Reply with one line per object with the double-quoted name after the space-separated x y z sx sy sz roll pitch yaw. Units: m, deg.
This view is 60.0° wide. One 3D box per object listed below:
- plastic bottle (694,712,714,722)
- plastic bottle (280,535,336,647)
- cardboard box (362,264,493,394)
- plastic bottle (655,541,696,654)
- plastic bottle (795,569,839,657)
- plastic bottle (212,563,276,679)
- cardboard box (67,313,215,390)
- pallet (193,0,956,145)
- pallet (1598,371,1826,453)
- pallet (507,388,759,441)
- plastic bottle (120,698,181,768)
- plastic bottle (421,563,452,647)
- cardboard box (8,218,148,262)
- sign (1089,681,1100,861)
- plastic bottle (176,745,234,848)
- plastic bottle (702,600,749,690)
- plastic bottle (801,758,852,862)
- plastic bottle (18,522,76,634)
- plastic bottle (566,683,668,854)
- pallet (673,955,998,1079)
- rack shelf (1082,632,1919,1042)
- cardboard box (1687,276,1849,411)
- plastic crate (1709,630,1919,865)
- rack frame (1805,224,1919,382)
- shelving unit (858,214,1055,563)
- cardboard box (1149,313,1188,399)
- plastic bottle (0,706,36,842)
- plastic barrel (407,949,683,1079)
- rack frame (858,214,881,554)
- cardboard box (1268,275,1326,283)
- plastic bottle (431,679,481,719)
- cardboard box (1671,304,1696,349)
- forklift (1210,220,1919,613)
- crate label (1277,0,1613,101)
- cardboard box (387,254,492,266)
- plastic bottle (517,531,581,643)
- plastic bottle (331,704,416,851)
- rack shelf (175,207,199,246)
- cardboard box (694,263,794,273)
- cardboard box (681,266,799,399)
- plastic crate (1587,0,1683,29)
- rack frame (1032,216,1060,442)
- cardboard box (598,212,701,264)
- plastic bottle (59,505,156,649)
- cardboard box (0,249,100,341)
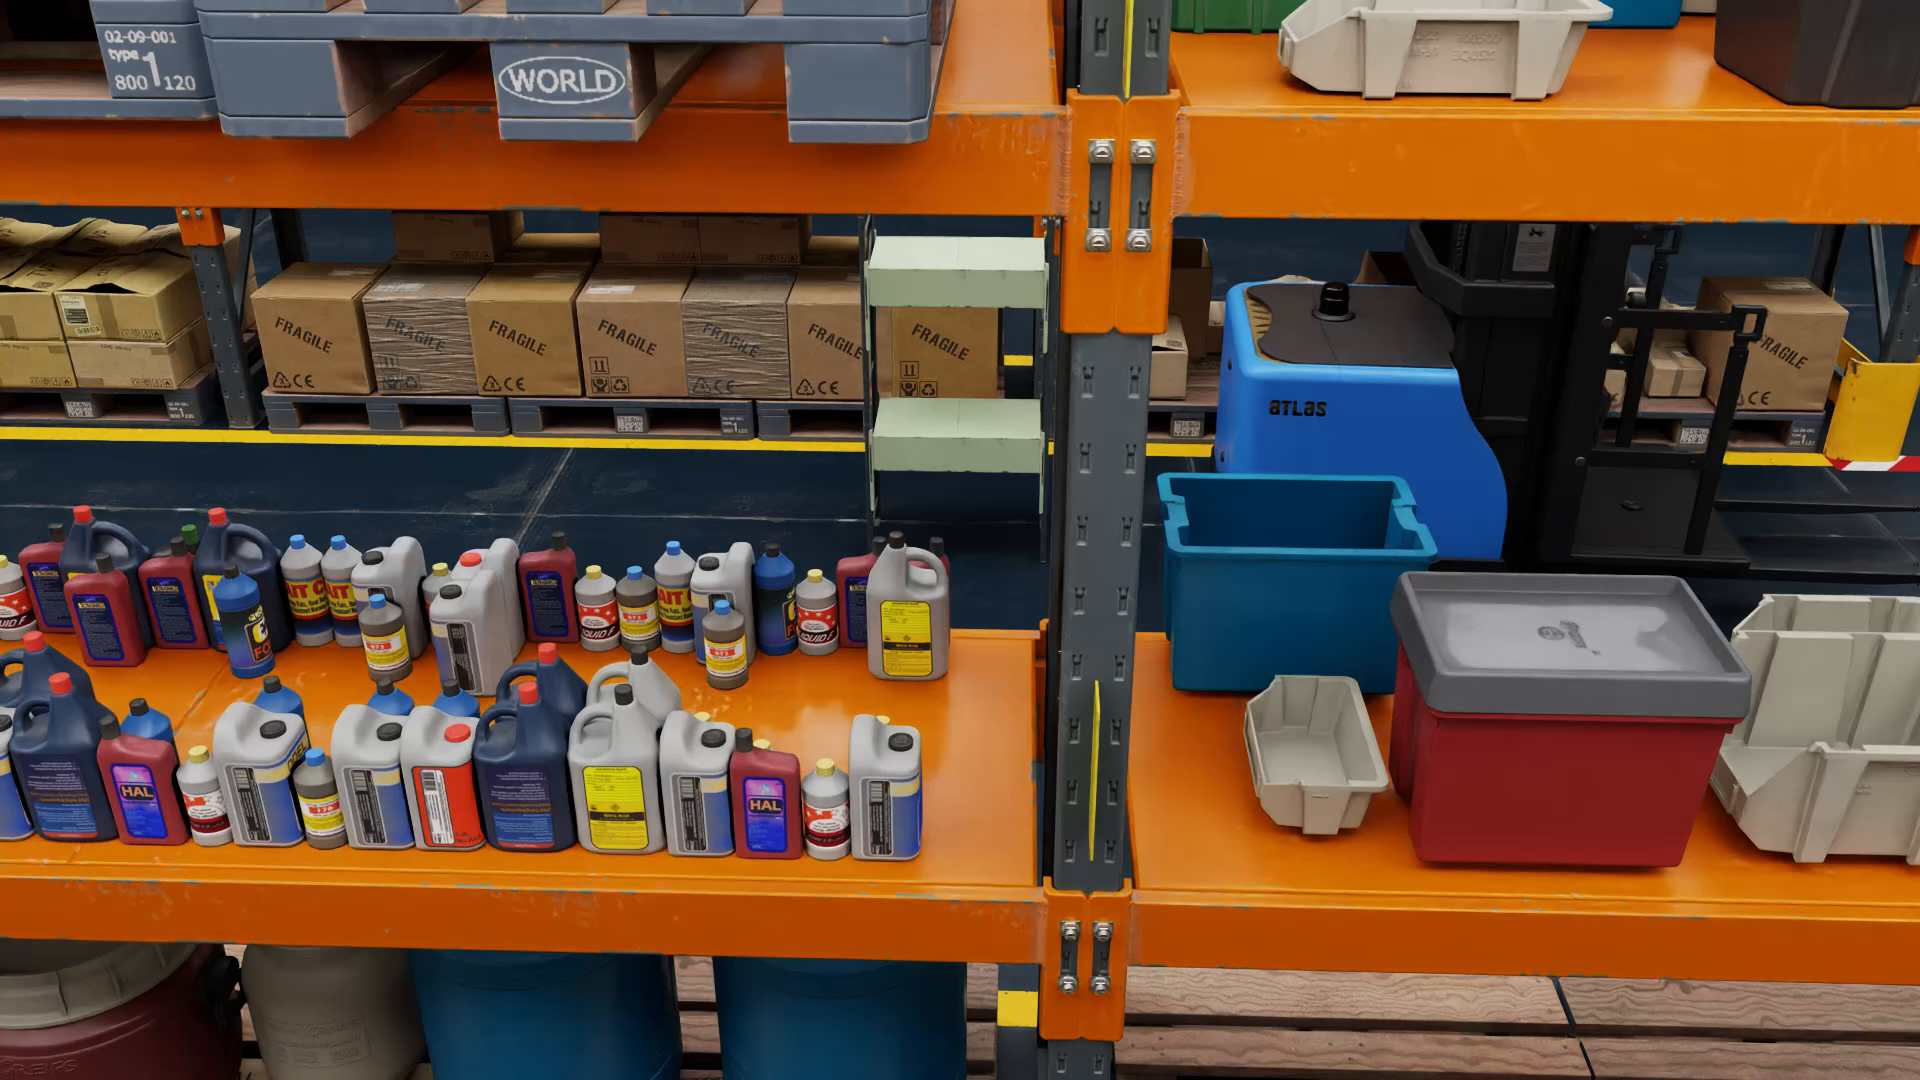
-0.524 0.447 3.416 0.097 0.201 0.097 0 28 0 "plastic bottle"
-1.558 0.114 3.969 0.097 0.271 0.097 0 28 0 "plastic bottle"
-2.590 -1.048 8.224 0.500 0.500 0.500 0 28 0 "cardboard box"
-0.669 0.129 3.941 0.097 0.271 0.097 0 28 0 "plastic bottle"
-0.340 0.166 3.947 0.097 0.201 0.097 0 28 0 "plastic bottle"
-1.660 0.180 3.845 0.097 0.271 0.097 0 28 0 "plastic bottle"
-4.093 -0.971 8.366 0.500 0.250 0.500 2 28 3 "cardboard box"
-0.526 -0.930 2.801 1.003 0.211 1.213 1 28 2 "pallet"
3.564 -0.755 8.449 1.213 0.211 1.003 1 28 2 "pallet"
-1.597 -0.822 8.575 1.213 0.211 1.003 1 28 2 "pallet"
-1.628 0.440 3.354 0.097 0.271 0.097 0 28 0 "plastic bottle"
-1.229 0.151 3.975 0.097 0.201 0.097 0 28 0 "plastic bottle"
-4.596 -1.475 8.718 0.500 0.311 0.500 0 28 1 "cardboard box"
0.239 0.414 2.970 0.005 0.325 0.100 1 28 2 "sign"
-1.497 0.502 3.312 0.097 0.201 0.097 0 28 0 "plastic bottle"
-0.540 0.233 3.819 0.097 0.201 0.097 0 28 0 "plastic bottle"
-0.261 0.523 3.274 0.097 0.201 0.097 0 28 0 "plastic bottle"
-2.175 0.090 4.001 0.133 0.283 0.061 1 28 2 "plastic bottle"
-0.669 0.439 3.272 0.185 0.351 0.144 1 28 2 "plastic bottle"
-0.509 1.479 4.235 1.213 0.211 1.003 1 28 2 "pallet"
2.260 0.630 3.627 4.000 0.370 1.077 1 28 2 "rack shelf"
3.885 -0.957 8.052 0.500 0.500 0.500 1 28 2 "cardboard box"
1.780 0.416 3.324 0.530 0.282 0.437 1 28 2 "plastic crate"
4.437 -1.973 7.770 0.127 3.000 1.000 1 28 2 "rack frame"
-0.007 -0.663 6.899 0.755 1.500 0.431 1 28 2 "shelving unit"
0.851 -0.938 8.217 0.500 0.311 0.500 1 28 2 "cardboard box"
-1.930 0.449 3.333 0.135 0.276 0.152 1 28 2 "plastic bottle"
-0.990 0.992 3.968 0.708 0.901 0.600 1 28 2 "plastic barrel"
-0.372 -0.669 6.910 0.023 1.500 0.400 1 28 2 "rack frame"
1.768 -1.157 8.631 0.500 0.311 0.500 1 28 2 "cardboard box"
-1.028 0.408 3.416 0.097 0.271 0.097 0 28 0 "plastic bottle"
3.781 -1.088 8.655 0.250 0.166 0.380 1 28 2 "cardboard box"
2.586 -1.166 6.320 3.031 2.935 1.130 2 28 4 "forklift"
0.740 -0.786 2.610 0.466 0.136 0.293 1 28 2 "crate label"
-2.615 -1.290 8.680 0.500 0.500 0.500 2 28 4 "cardboard box"
-0.978 0.110 3.964 0.133 0.283 0.061 1 28 2 "plastic bottle"
-1.148 0.462 3.308 0.135 0.276 0.152 1 28 2 "plastic bottle"
-5.557 -1.821 8.250 4.000 0.370 1.077 1 28 2 "rack shelf"
-1.068 -1.267 8.636 0.500 0.500 0.500 1 28 2 "cardboard box"
-1.059 -1.024 8.178 0.500 0.500 0.500 1 28 2 "cardboard box"
1.182 -1.107 3.111 0.300 0.233 0.416 1 28 2 "plastic crate"
0.439 -2.039 7.895 0.127 3.000 1.000 1 28 2 "rack frame"
-1.536 -1.607 8.478 0.500 0.250 0.500 0 28 1 "cardboard box"
-2.018 0.083 3.944 0.185 0.351 0.144 1 28 2 "plastic bottle"
-4.610 -1.223 8.243 0.500 0.311 0.500 1 28 1 "cardboard box"
